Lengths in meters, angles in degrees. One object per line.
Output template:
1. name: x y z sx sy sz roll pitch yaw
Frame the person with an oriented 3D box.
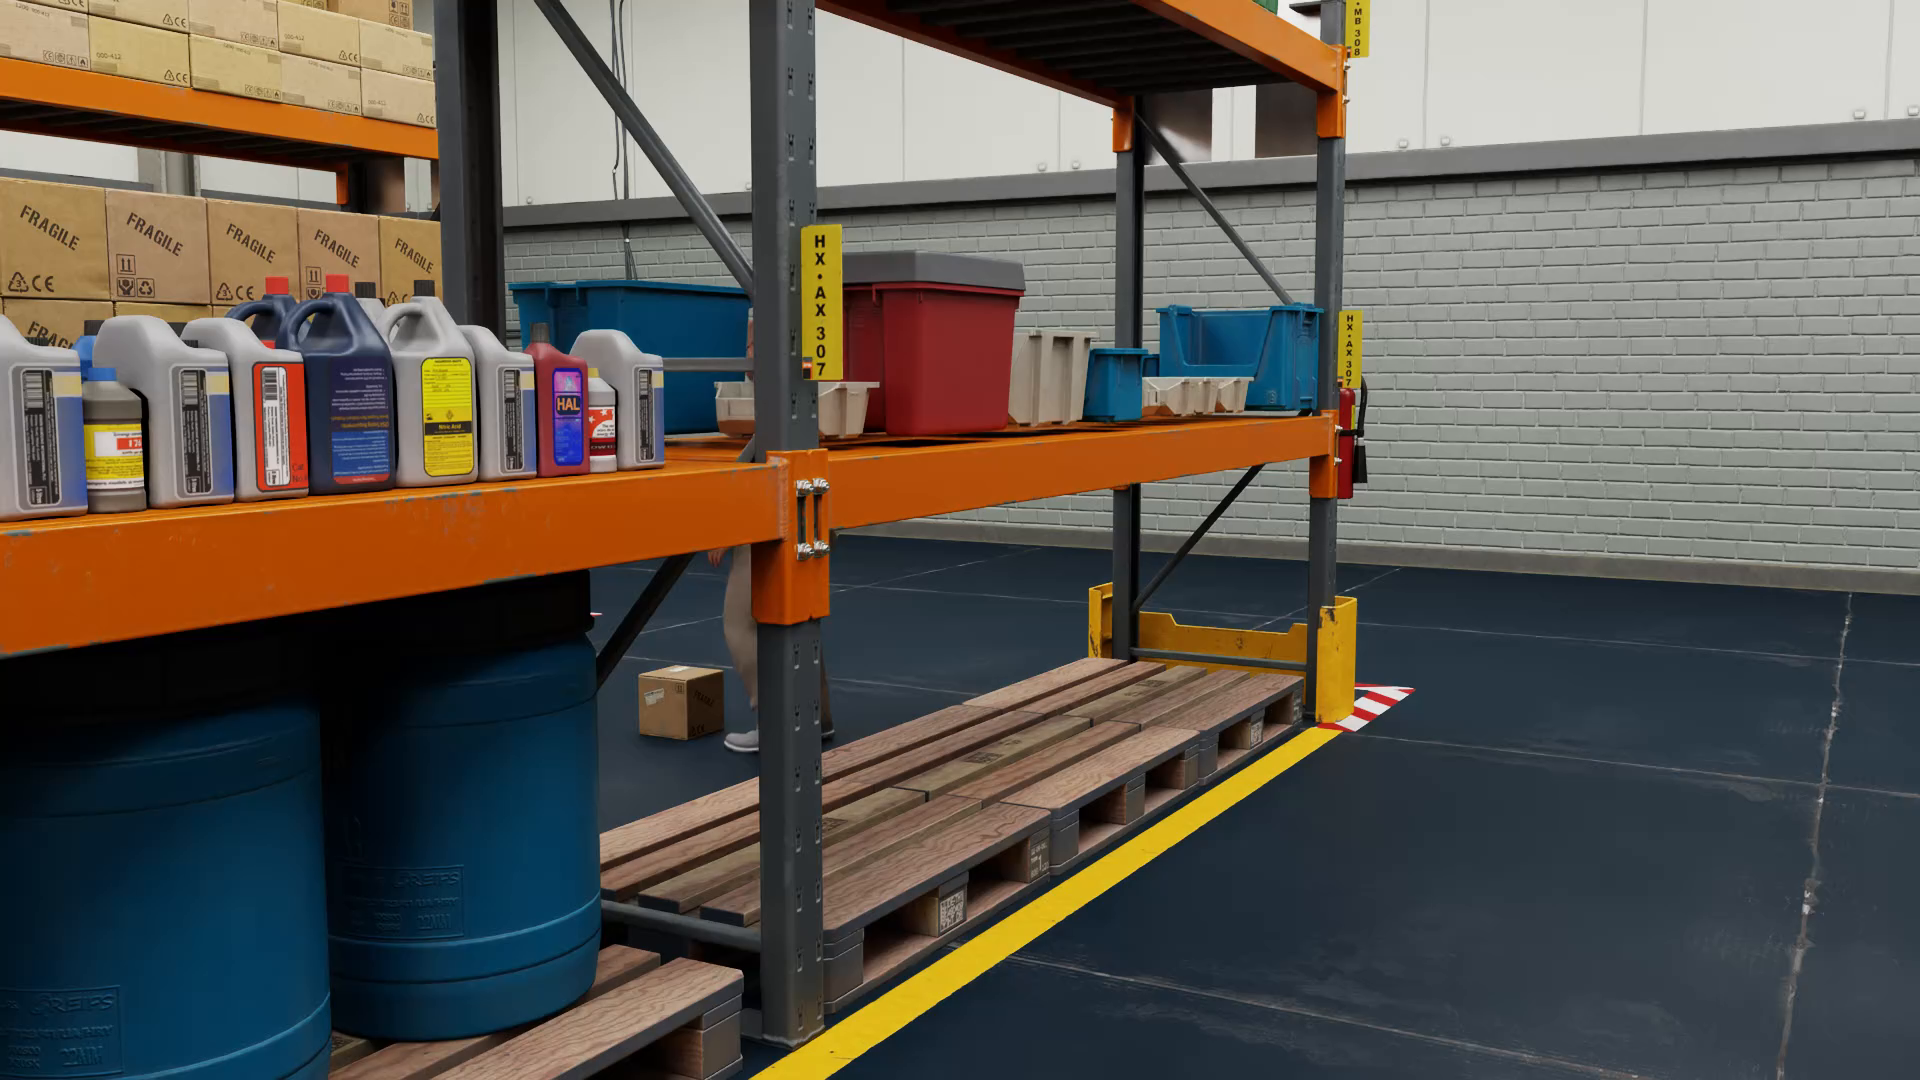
1. person: -0.729 -0.016 6.566 0.389 1.700 0.547 3 7 30
